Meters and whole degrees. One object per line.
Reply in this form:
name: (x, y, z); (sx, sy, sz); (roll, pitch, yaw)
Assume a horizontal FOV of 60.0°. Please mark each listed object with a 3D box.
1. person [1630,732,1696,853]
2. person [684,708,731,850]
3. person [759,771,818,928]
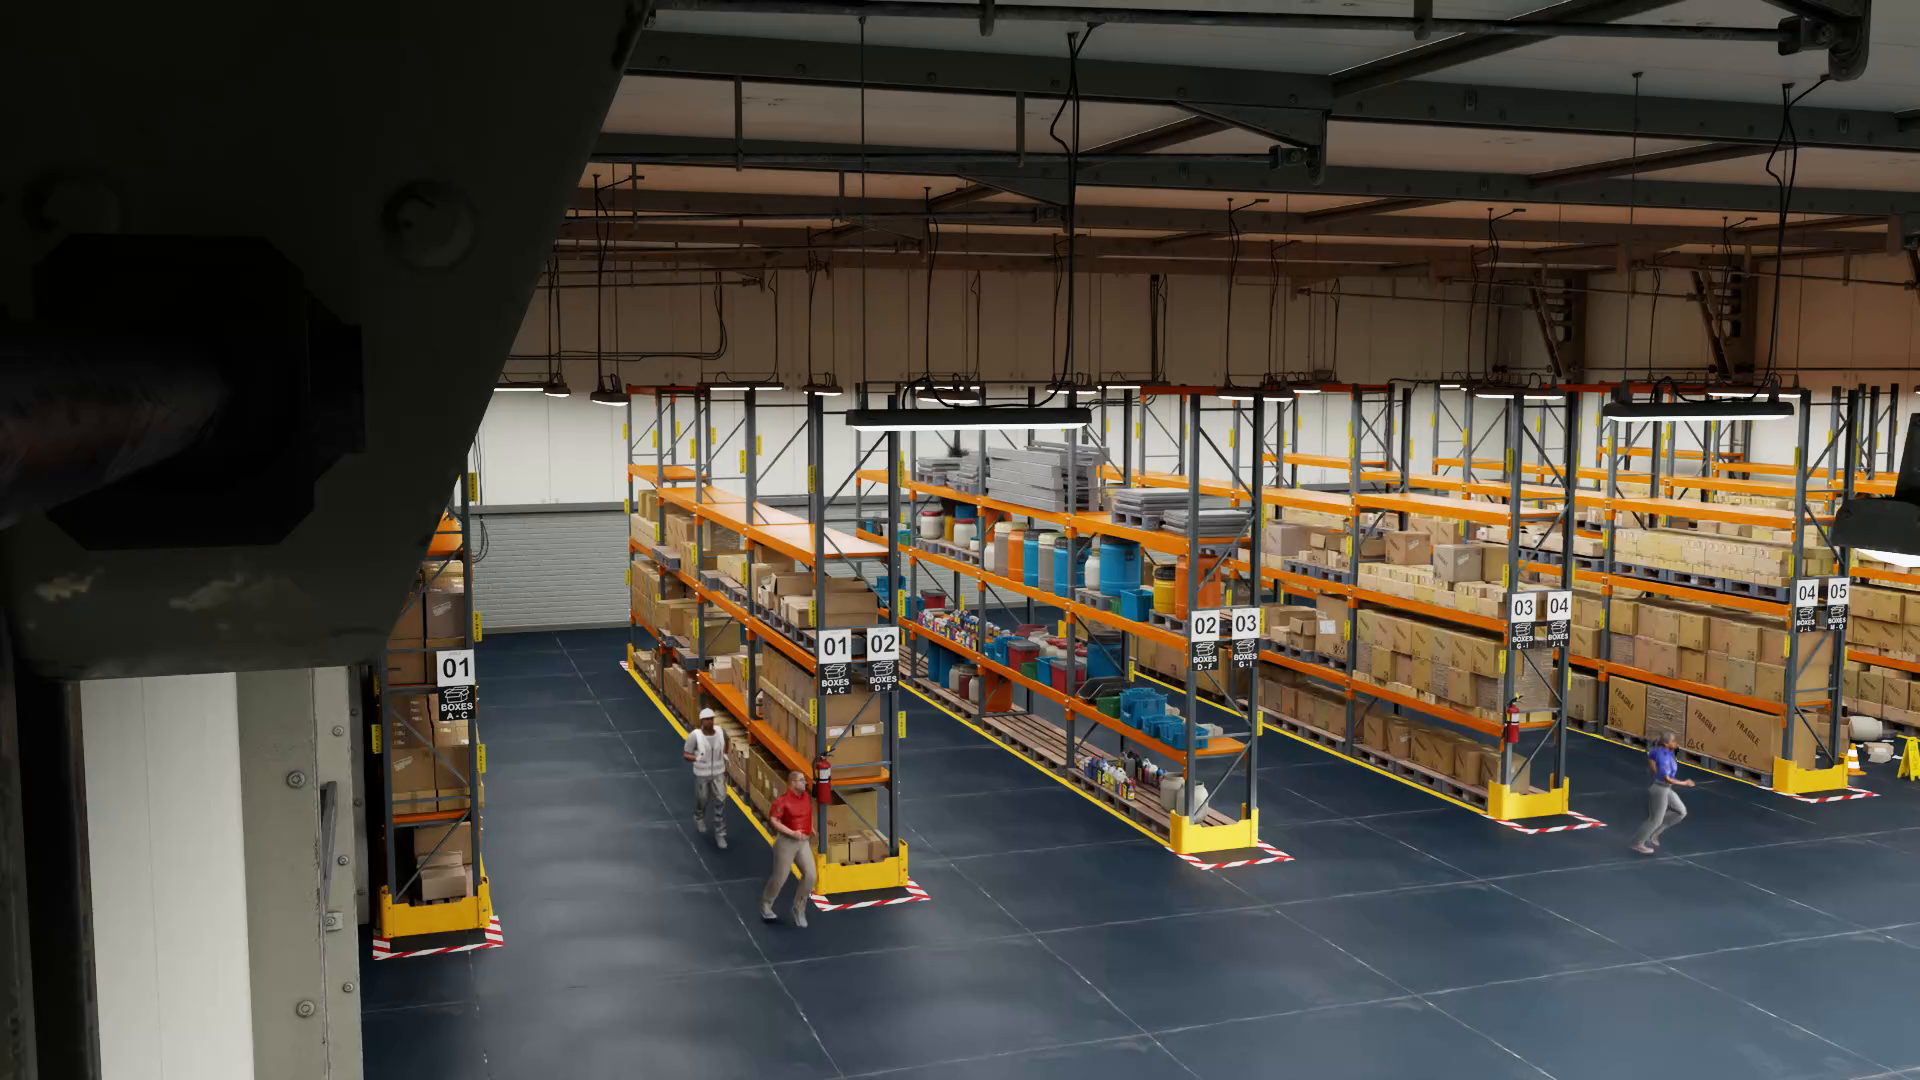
person: (9.180, 3.286, 21.684); (0.755, 1.610, 0.599); (3, 7, 27)
person: (-3.360, 3.141, 22.202); (0.672, 1.819, 0.928); (-2, 6, -22)
person: (-1.905, 3.530, 19.093); (0.671, 1.773, 0.726); (5, 8, 42)
